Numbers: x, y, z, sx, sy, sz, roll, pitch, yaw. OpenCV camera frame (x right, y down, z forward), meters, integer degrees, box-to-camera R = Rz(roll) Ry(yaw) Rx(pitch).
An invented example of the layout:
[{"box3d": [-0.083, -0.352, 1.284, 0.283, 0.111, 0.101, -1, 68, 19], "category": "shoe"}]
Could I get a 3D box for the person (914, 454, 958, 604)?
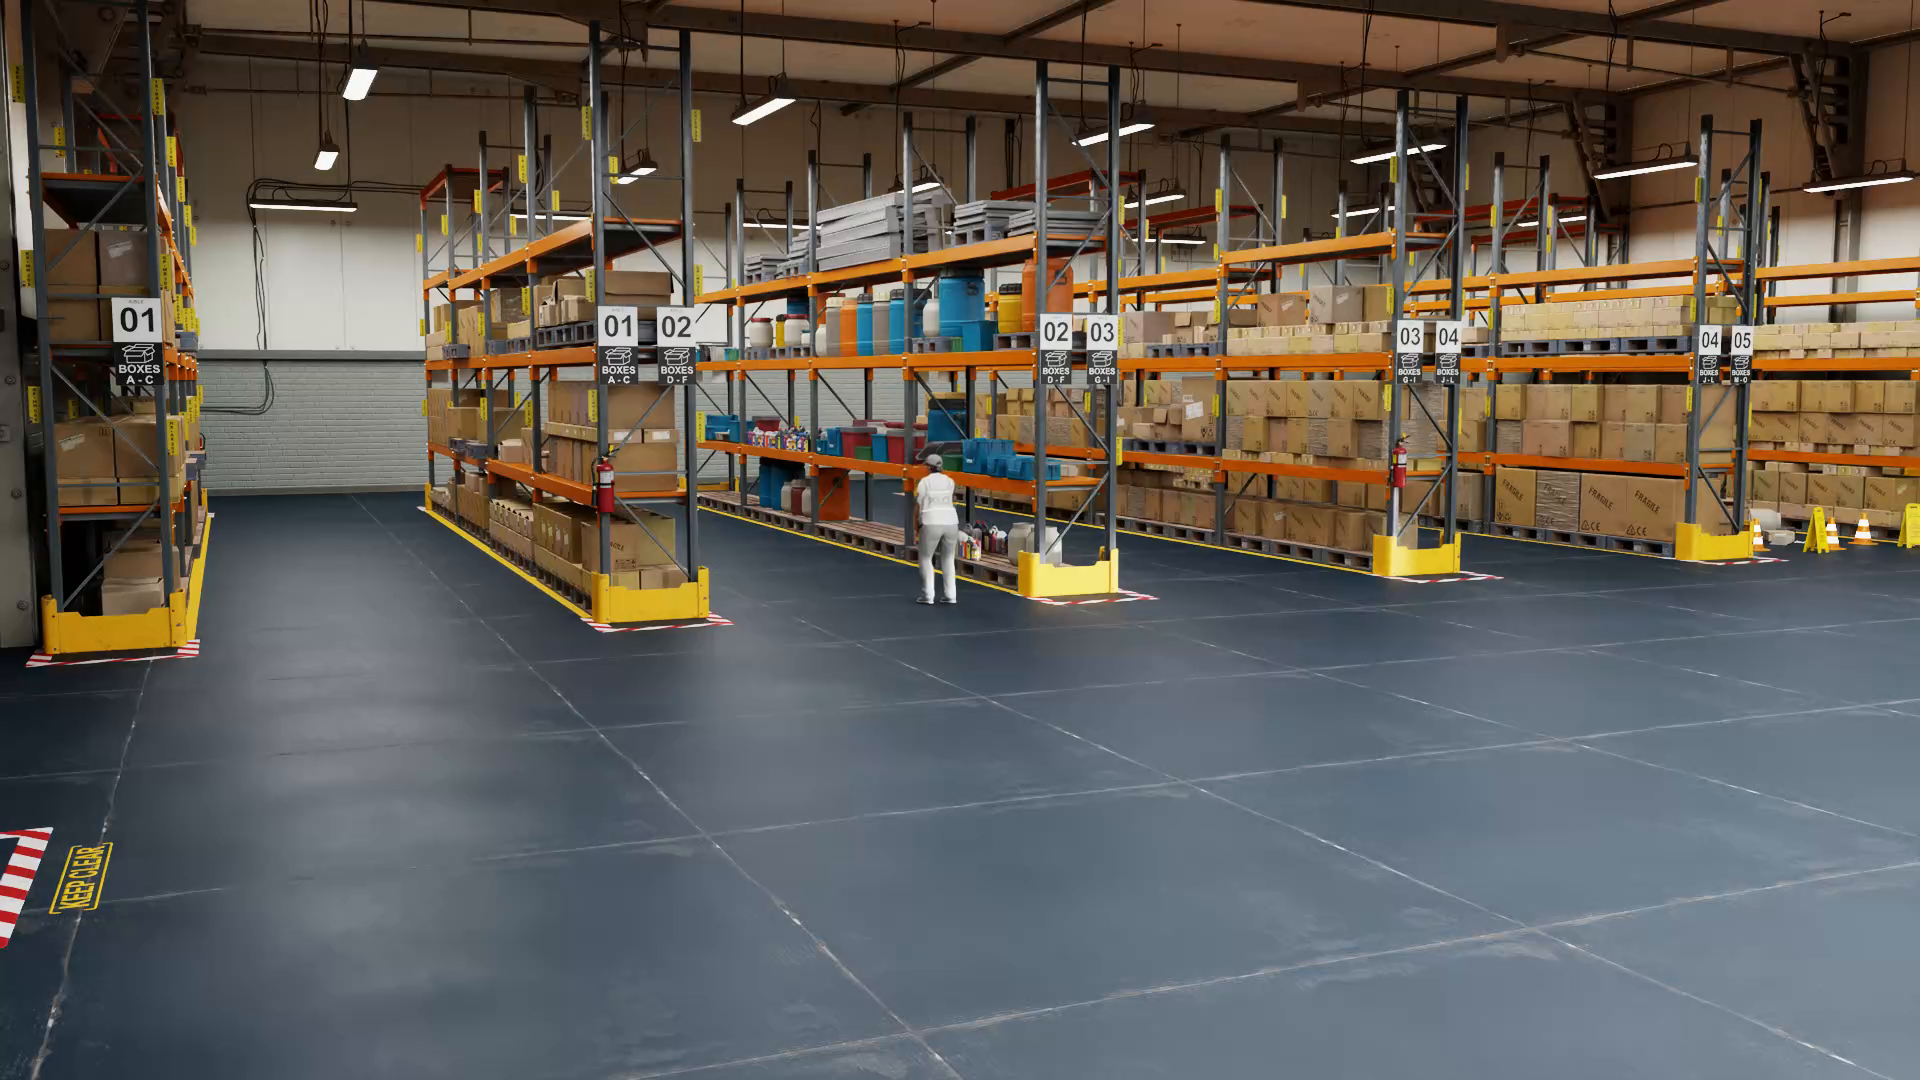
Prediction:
[{"box3d": [-0.282, -0.122, 18.341, 0.452, 1.660, 0.559, -3, 6, -25], "category": "person"}]
